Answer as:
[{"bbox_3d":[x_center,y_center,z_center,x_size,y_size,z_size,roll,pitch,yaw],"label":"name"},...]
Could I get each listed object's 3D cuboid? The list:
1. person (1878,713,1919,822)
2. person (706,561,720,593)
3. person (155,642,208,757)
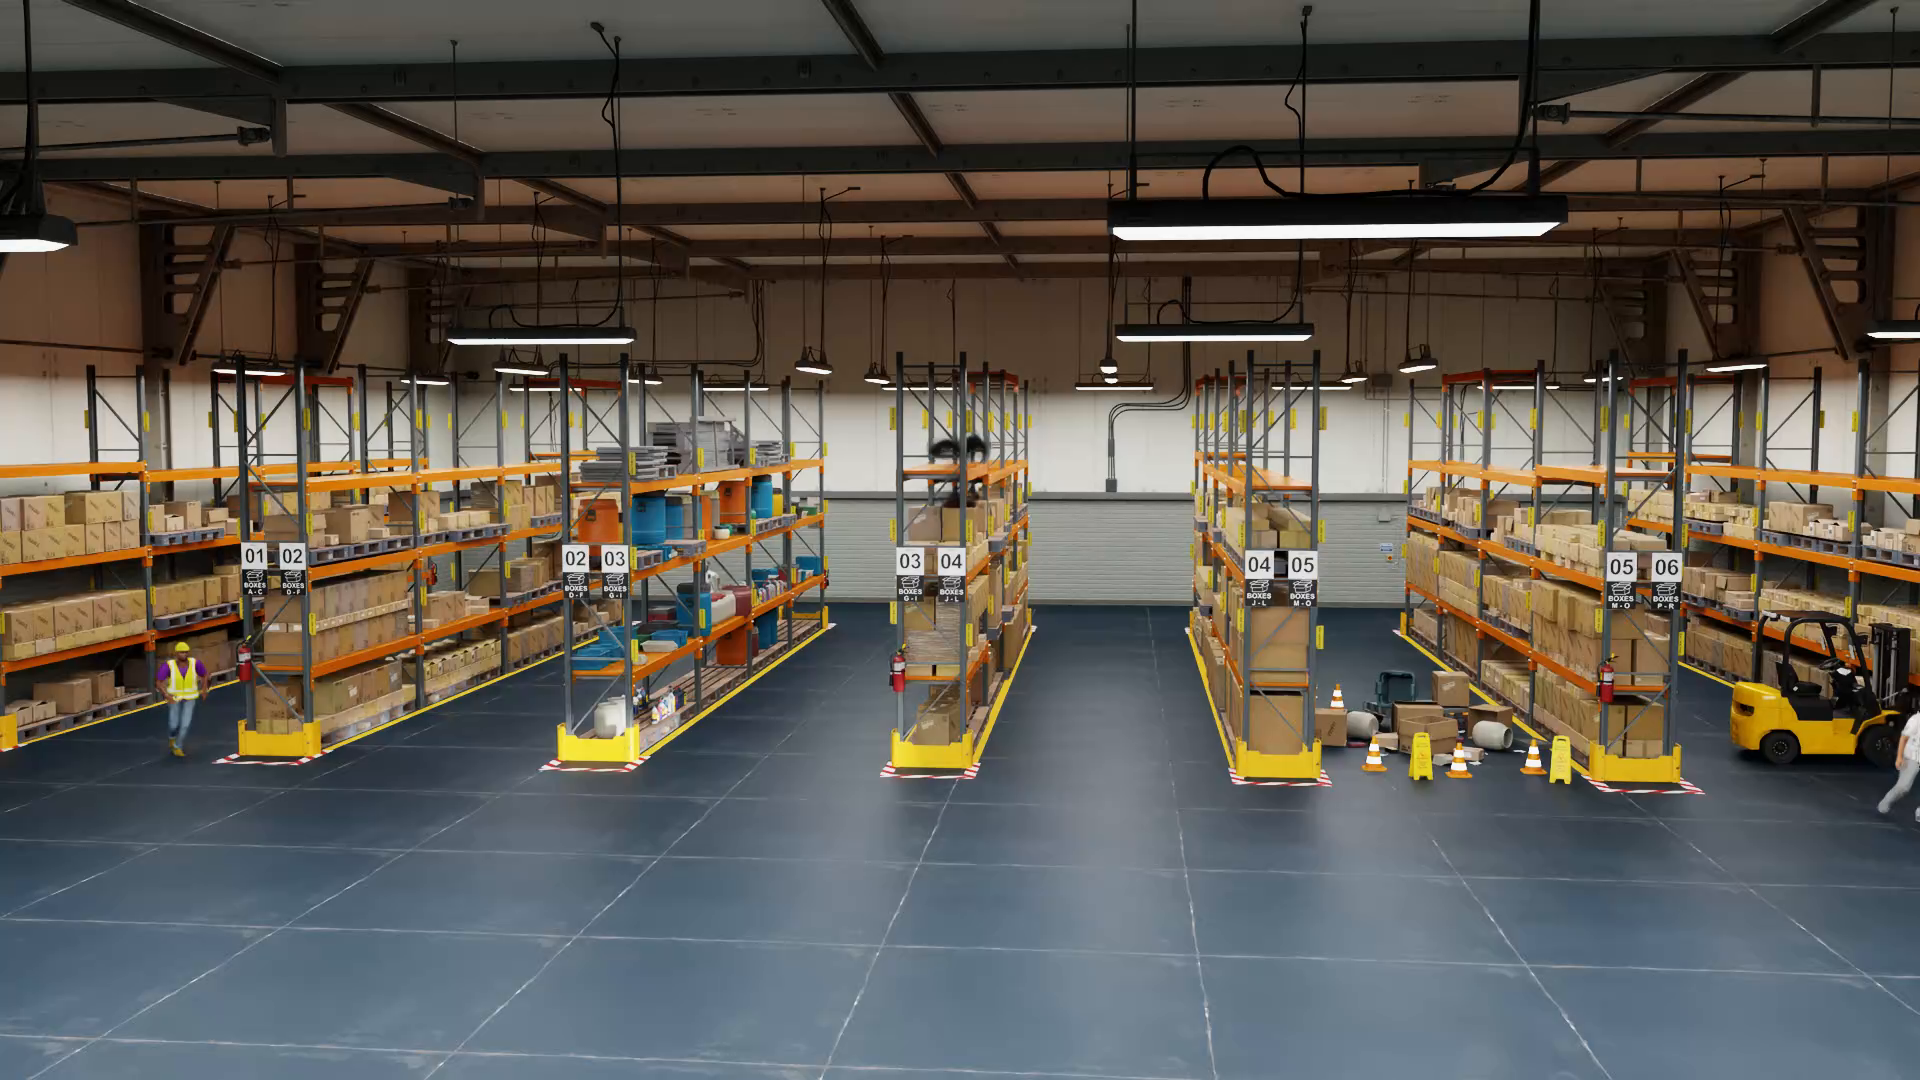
[{"bbox_3d":[11.949,2.725,20.765,0.700,1.600,0.672,1,4,8],"label":"person"},{"bbox_3d":[-6.036,1.337,39.744,0.577,1.741,0.898,1,4,11],"label":"person"},{"bbox_3d":[-11.704,2.380,25.035,0.727,1.724,0.641,-2,5,-28],"label":"person"}]
